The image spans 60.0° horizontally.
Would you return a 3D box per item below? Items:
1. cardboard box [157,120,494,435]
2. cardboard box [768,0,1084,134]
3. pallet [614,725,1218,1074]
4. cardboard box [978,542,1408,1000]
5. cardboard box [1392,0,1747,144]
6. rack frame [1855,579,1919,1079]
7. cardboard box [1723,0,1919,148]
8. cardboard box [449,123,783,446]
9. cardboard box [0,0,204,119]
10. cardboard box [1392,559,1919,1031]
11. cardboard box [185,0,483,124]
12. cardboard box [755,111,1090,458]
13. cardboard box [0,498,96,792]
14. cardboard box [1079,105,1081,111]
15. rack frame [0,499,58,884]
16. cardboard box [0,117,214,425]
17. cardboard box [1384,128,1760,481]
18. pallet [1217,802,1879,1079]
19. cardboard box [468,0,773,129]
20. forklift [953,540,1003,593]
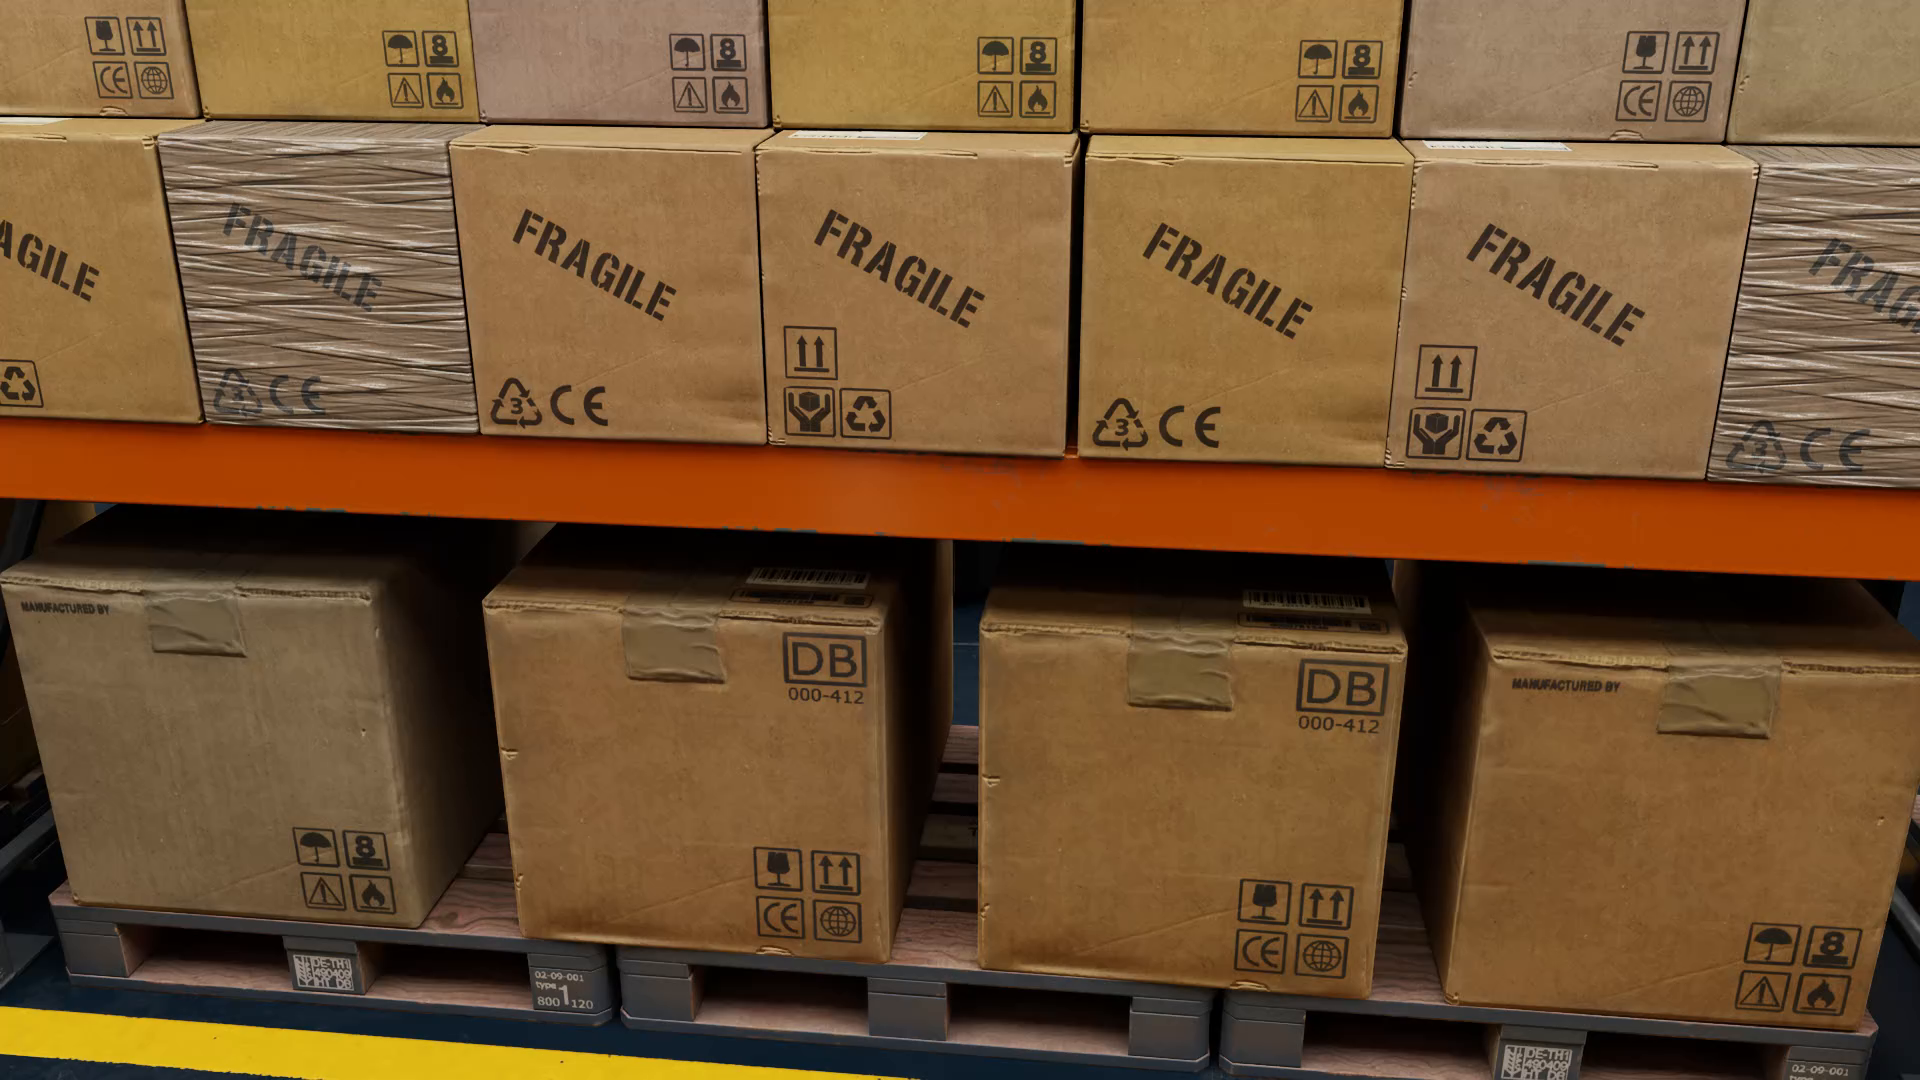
[{"bbox_3d":[-1.043,-0.512,3.019,0.500,0.500,0.500,3,22,7],"label":"cardboard box"},{"bbox_3d":[-0.027,-1.034,2.981,0.500,0.500,0.700,2,22,6],"label":"cardboard box"},{"bbox_3d":[-0.045,0.746,3.765,1.213,0.211,1.003,2,22,6],"label":"pallet"},{"bbox_3d":[0.475,0.320,3.539,0.750,0.750,1.050,3,22,7],"label":"cardboard box"},{"bbox_3d":[0.990,-0.991,2.871,0.500,0.500,0.700,2,22,6],"label":"cardboard box"},{"bbox_3d":[1.937,-0.435,2.961,0.127,3.000,1.000,2,22,6],"label":"rack frame"},{"bbox_3d":[1.493,-0.970,2.817,0.500,0.500,0.700,2,22,6],"label":"cardboard box"},{"bbox_3d":[-0.547,-0.489,2.962,0.500,0.500,0.500,2,22,6],"label":"cardboard box"},{"bbox_3d":[-1.541,-1.100,3.147,0.500,0.500,0.700,2,22,5],"label":"cardboard box"},{"bbox_3d":[-0.886,-0.771,5.633,5.693,1.239,5.455,2,22,6],"label":"cardboard box"},{"bbox_3d":[-1.030,-1.079,3.093,0.500,0.500,0.700,2,22,5],"label":"cardboard box"},{"bbox_3d":[-0.043,-0.467,2.906,0.500,0.500,0.500,3,22,7],"label":"cardboard box"},{"bbox_3d":[-2.651,0.132,3.845,0.875,0.875,0.875,3,22,7],"label":"cardboard box"},{"bbox_3d":[0.023,-0.665,3.406,0.500,0.500,0.500,2,22,6],"label":"cardboard box"},{"bbox_3d":[-2.035,-0.609,3.401,0.053,2.616,0.949,2,22,6],"label":"rack frame"},{"bbox_3d":[-1.544,-0.534,3.074,0.500,0.500,0.500,3,22,7],"label":"cardboard box"},{"bbox_3d":[0.963,-0.425,2.799,0.500,0.500,0.500,2,22,6],"label":"cardboard box"},{"bbox_3d":[1.163,0.800,3.629,1.213,0.211,1.003,2,22,6],"label":"pallet"},{"bbox_3d":[-0.528,-1.057,3.037,0.500,0.500,0.700,3,22,7],"label":"cardboard box"},{"bbox_3d":[1.993,-2.592,8.511,8.841,2.935,4.090,-15,26,-34],"label":"forklift"}]
